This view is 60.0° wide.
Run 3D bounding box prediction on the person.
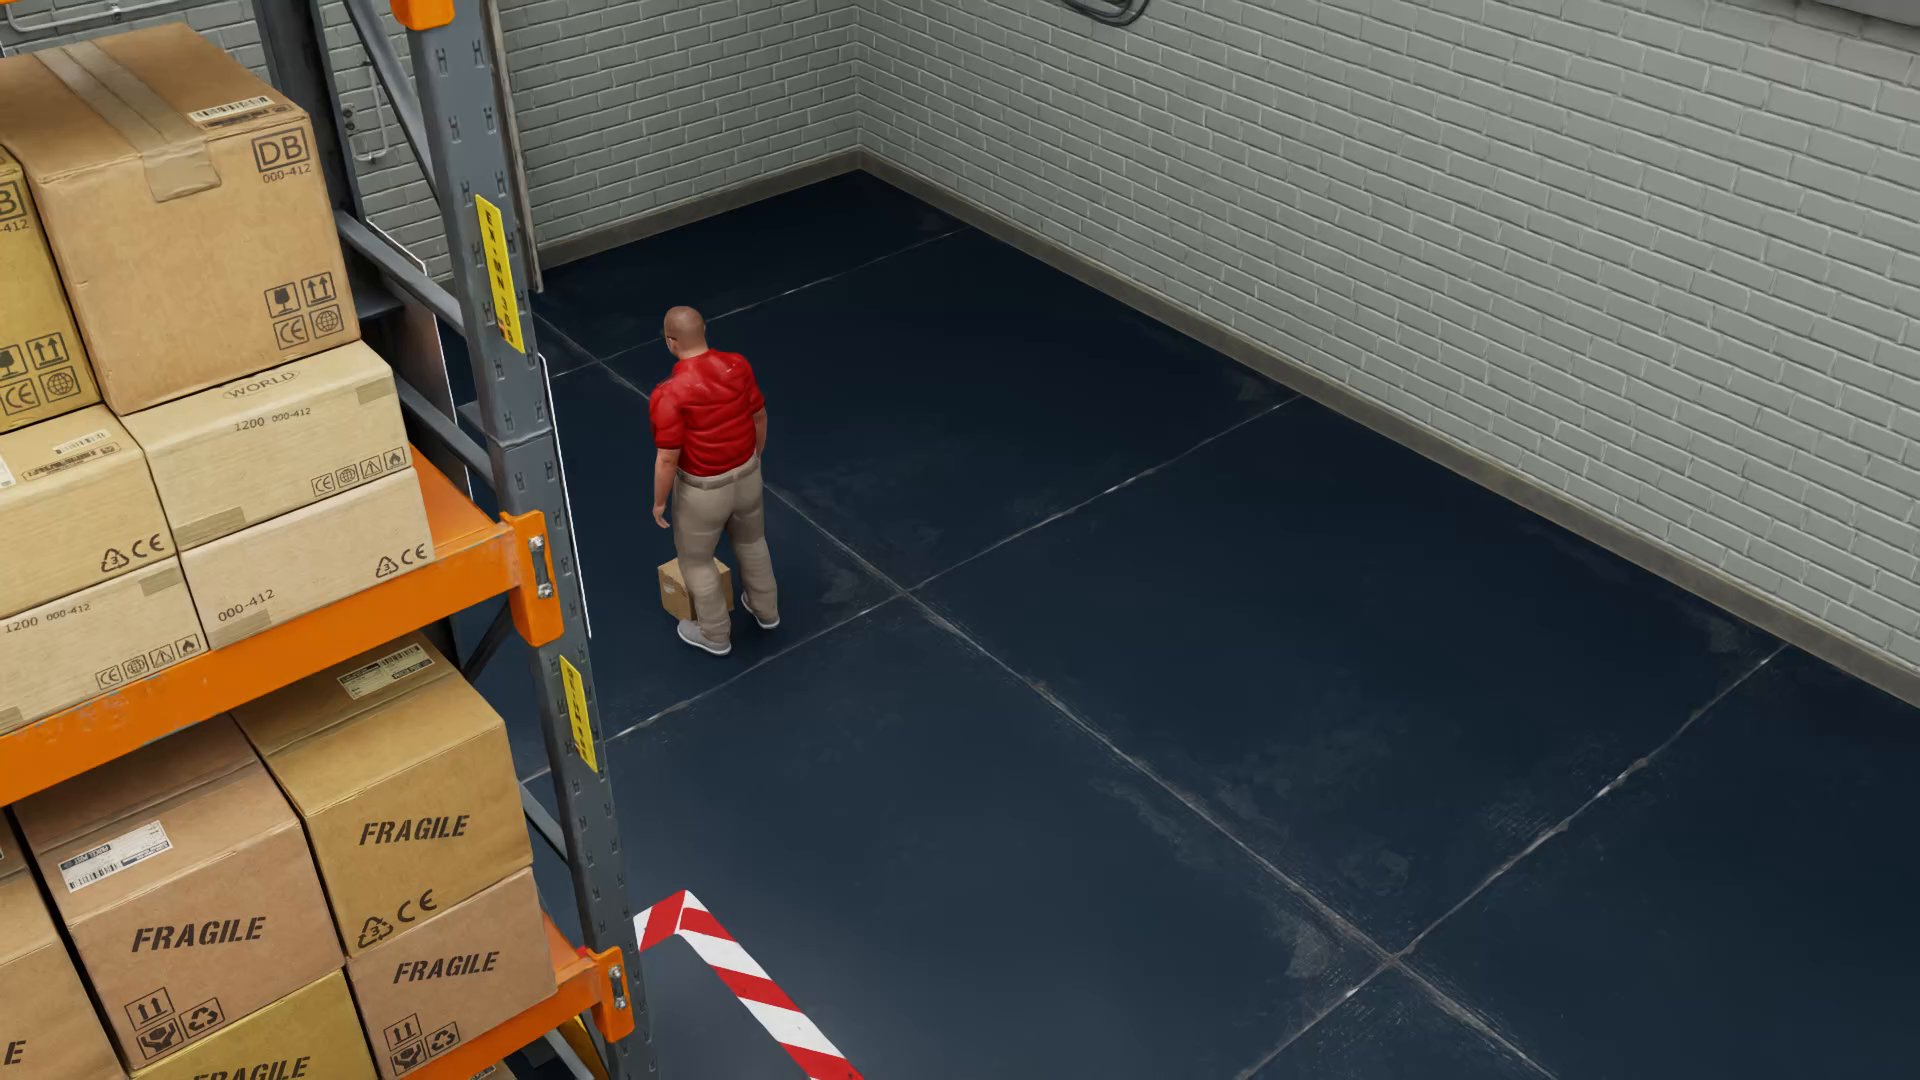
[{"bbox_3d":[-1.105,-0.256,7.446,0.603,1.728,0.384,-28,44,-33],"label":"person"}]
